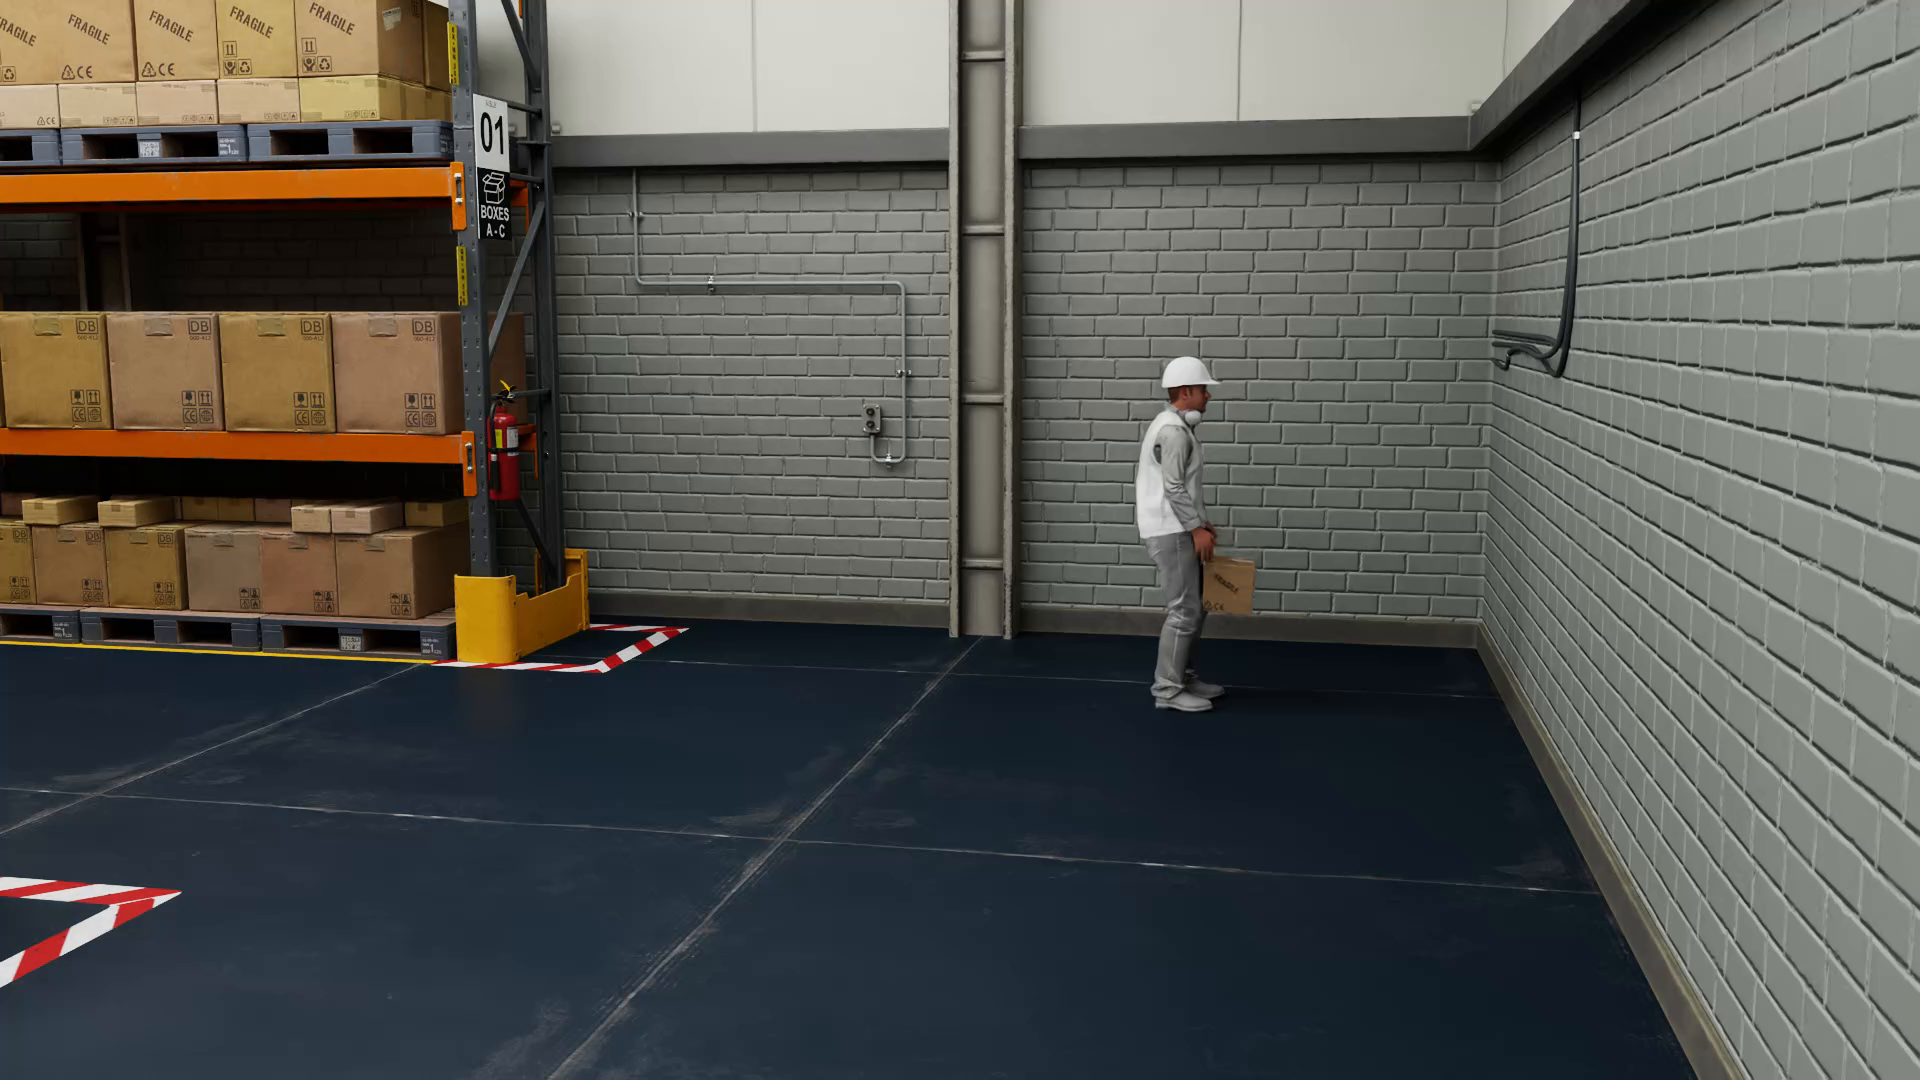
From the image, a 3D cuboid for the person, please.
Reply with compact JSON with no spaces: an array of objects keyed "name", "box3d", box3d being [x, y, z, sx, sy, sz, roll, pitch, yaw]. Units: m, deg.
[{"name":"person","box3d":[1.133,-0.044,8.508,0.471,1.777,0.556,1,8,10]}]
